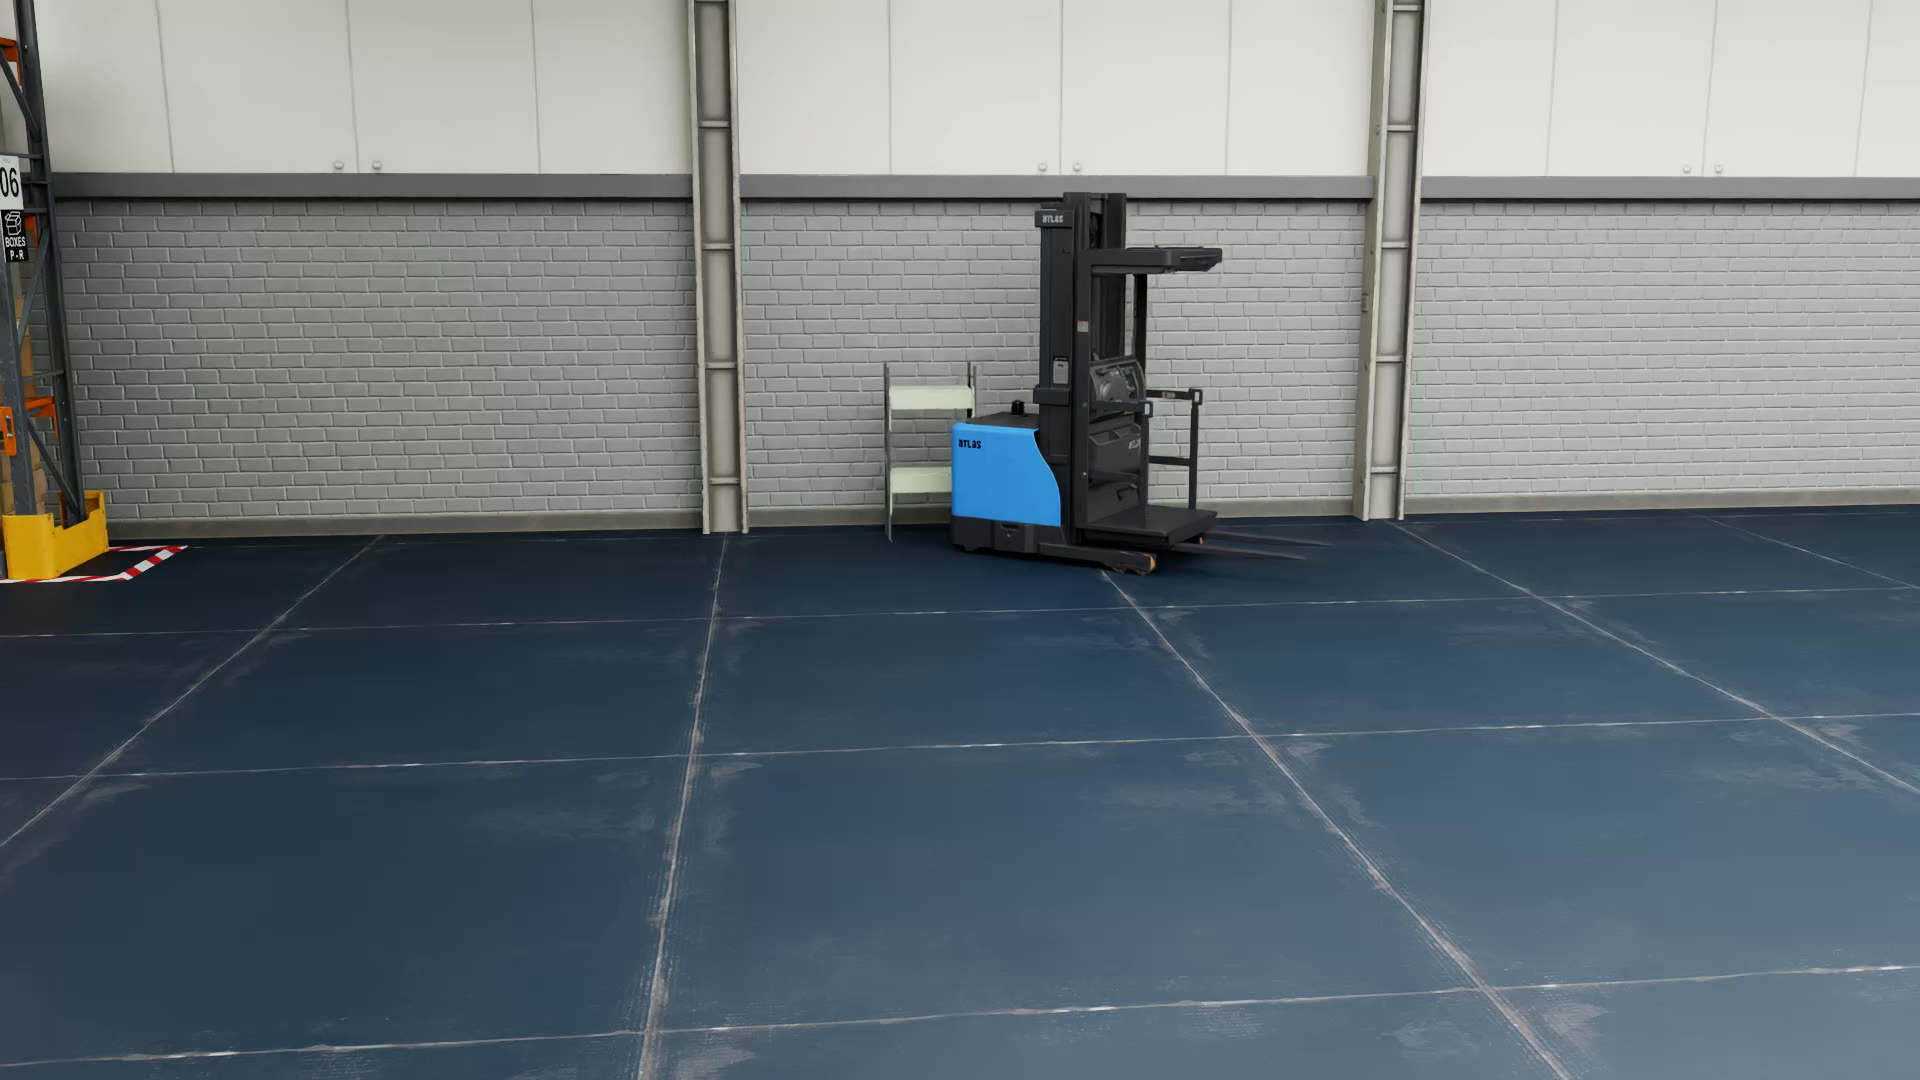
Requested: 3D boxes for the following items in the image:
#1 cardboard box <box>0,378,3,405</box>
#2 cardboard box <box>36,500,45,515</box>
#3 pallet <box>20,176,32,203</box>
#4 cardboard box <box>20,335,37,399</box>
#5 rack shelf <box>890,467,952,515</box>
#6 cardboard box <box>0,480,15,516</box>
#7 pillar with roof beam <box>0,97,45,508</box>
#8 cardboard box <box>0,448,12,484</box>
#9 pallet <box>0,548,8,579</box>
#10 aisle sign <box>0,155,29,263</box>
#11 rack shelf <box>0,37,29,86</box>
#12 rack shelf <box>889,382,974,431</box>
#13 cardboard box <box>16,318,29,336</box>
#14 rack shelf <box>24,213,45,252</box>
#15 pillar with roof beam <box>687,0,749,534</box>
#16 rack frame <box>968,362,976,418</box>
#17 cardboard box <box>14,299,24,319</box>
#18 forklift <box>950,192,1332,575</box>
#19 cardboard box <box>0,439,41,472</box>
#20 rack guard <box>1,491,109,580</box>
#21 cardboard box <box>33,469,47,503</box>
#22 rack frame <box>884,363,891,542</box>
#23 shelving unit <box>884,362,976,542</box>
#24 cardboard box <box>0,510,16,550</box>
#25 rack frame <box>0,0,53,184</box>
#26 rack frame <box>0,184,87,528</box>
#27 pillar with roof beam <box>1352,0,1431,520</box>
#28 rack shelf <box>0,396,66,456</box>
[{"bbox_3d":[-7.721,-1.266,12.771,0.500,0.500,0.500,-1,11,-7],"label":"cardboard box"},{"bbox_3d":[-7.769,-0.162,13.453,0.500,0.250,0.500,-1,11,-6],"label":"cardboard box"},{"bbox_3d":[-7.965,-2.696,12.759,1.213,0.211,1.003,-1,11,-6],"label":"pallet"},{"bbox_3d":[-7.782,-1.369,13.298,0.500,0.500,0.500,-1,11,-4],"label":"cardboard box"},{"bbox_3d":[-0.261,-0.446,14.439,0.720,0.370,0.431,-1,11,-7],"label":"rack shelf"},{"bbox_3d":[-7.710,-0.309,12.909,0.500,0.250,0.500,-1,11,-7],"label":"cardboard box"},{"bbox_3d":[-7.584,-3.554,9.117,0.400,9.000,9.100,-1,11,-6],"label":"pillar with roof beam"},{"bbox_3d":[-7.684,-0.555,12.865,0.500,0.250,0.500,-1,11,-4],"label":"cardboard box"},{"bbox_3d":[-8.015,0.115,13.237,1.213,0.211,1.003,-1,11,-6],"label":"pallet"},{"bbox_3d":[-7.163,-2.498,12.559,0.004,0.787,0.394,-1,11,-6],"label":"aisle sign"},{"bbox_3d":[-9.248,-3.630,12.407,4.000,0.370,1.077,-1,11,-6],"label":"rack shelf"},{"bbox_3d":[-0.261,-1.149,14.301,0.720,0.370,0.431,-1,11,-7],"label":"rack shelf"},{"bbox_3d":[-7.625,-1.687,13.234,0.250,0.149,0.380,-1,11,-8],"label":"cardboard box"},{"bbox_3d":[-9.248,-2.355,12.658,4.000,0.370,1.077,-1,11,-6],"label":"rack shelf"},{"bbox_3d":[-1.619,-3.679,9.753,0.400,9.000,9.100,-1,11,-6],"label":"pillar with roof beam"},{"bbox_3d":[0.102,-0.774,14.418,0.023,1.500,0.400,-1,11,-7],"label":"rack frame"},{"bbox_3d":[-7.617,-1.825,13.161,0.250,0.149,0.380,-1,11,-7],"label":"cardboard box"},{"bbox_3d":[1.448,-1.282,13.292,3.031,2.935,1.130,6,13,30],"label":"forklift"},{"bbox_3d":[-7.758,-0.651,13.351,0.500,0.250,0.500,-1,11,-7],"label":"cardboard box"},{"bbox_3d":[-7.236,-0.051,13.333,0.348,0.500,1.175,-1,11,-6],"label":"rack guard"},{"bbox_3d":[-7.750,-0.410,13.419,0.500,0.250,0.500,-1,11,-5],"label":"cardboard box"},{"bbox_3d":[-0.625,-0.758,14.334,0.023,1.500,0.400,-1,11,-7],"label":"rack frame"},{"bbox_3d":[-0.261,-0.766,14.376,0.755,1.500,0.431,-1,11,-7],"label":"shelving unit"},{"bbox_3d":[-7.693,-0.064,12.956,0.500,0.250,0.500,-1,11,-6],"label":"cardboard box"},{"bbox_3d":[-7.260,-4.221,12.511,0.127,3.000,1.000,-1,11,-6],"label":"rack frame"},{"bbox_3d":[-7.260,-1.277,13.089,0.127,3.000,1.000,-1,11,-6],"label":"rack frame"},{"bbox_3d":[4.345,-3.804,10.388,0.400,9.000,9.100,-1,11,-6],"label":"pillar with roof beam"},{"bbox_3d":[-9.248,-0.883,12.947,4.000,0.370,1.077,-1,11,-6],"label":"rack shelf"}]
